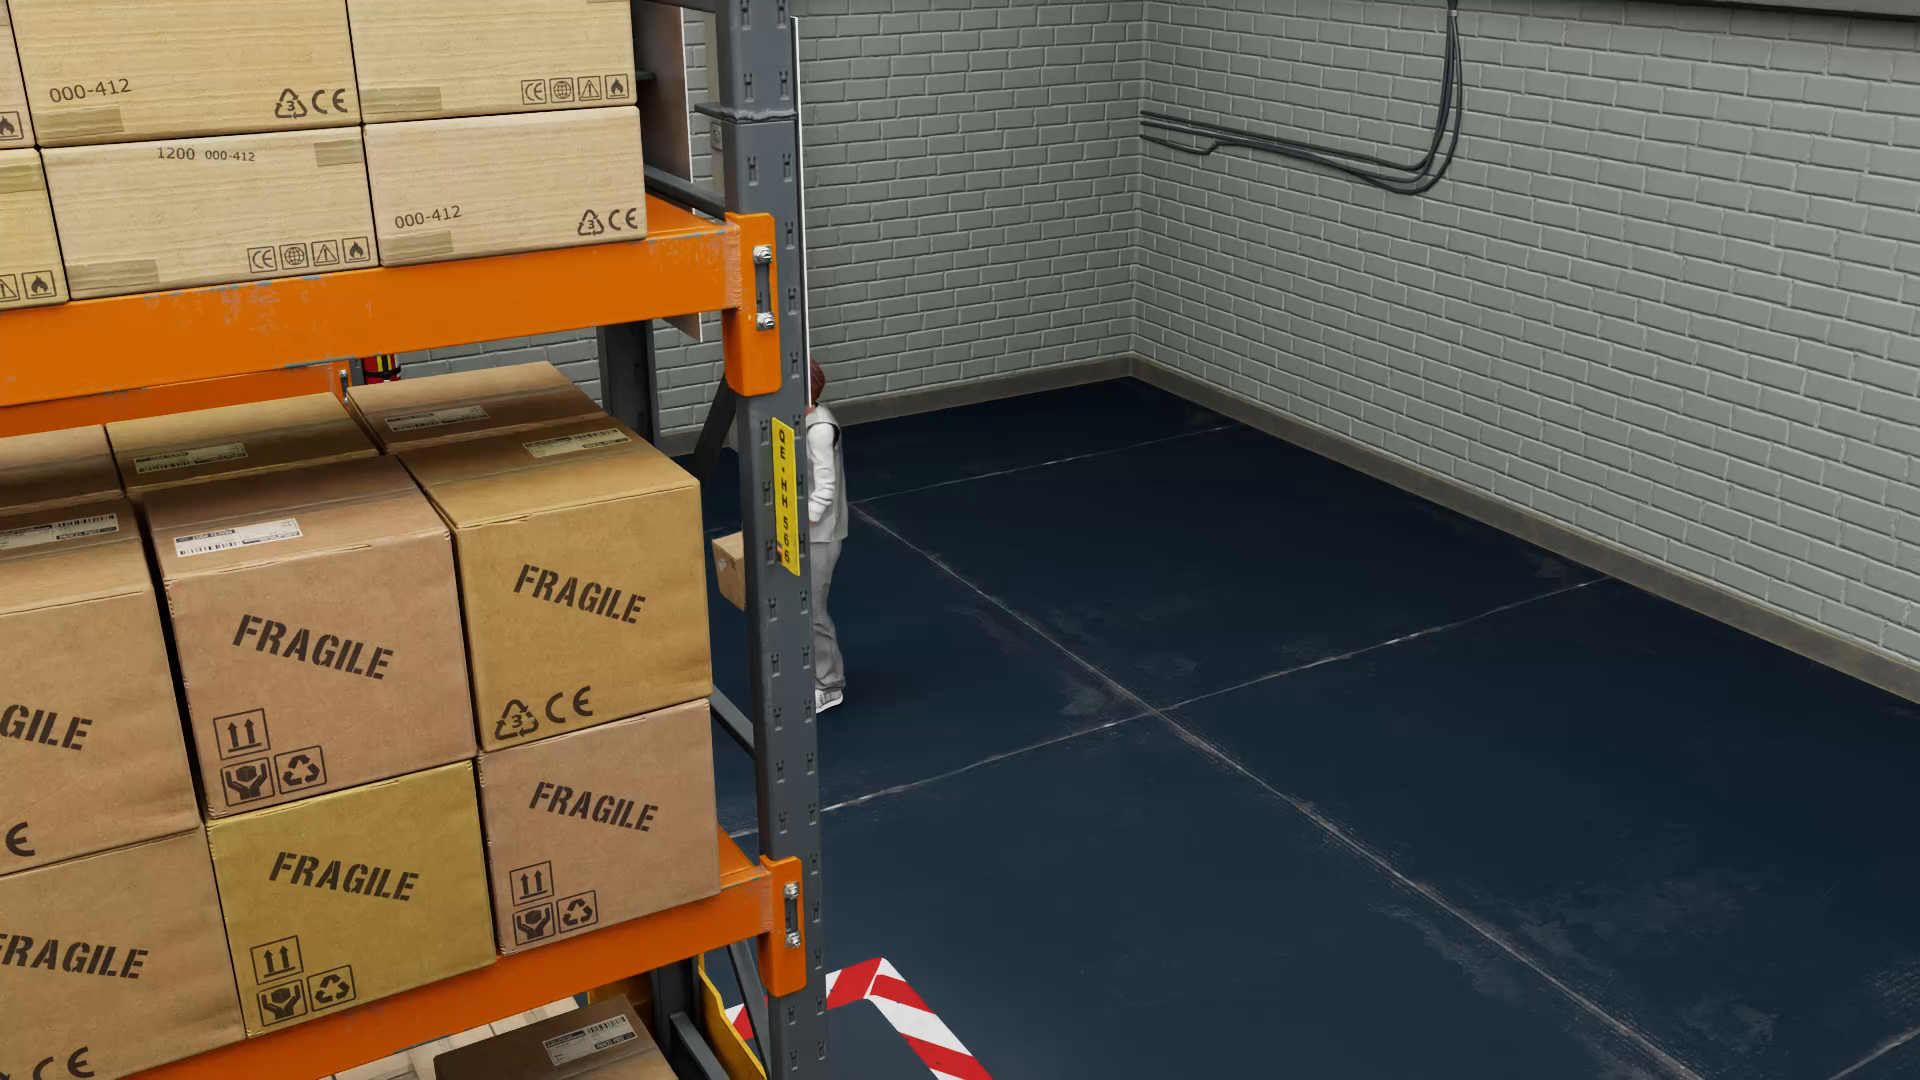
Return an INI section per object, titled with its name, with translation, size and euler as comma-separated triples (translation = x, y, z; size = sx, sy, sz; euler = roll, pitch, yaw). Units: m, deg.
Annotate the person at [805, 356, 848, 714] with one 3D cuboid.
[person]
translation = -0.681, -0.025, 7.154
size = 0.371, 1.602, 0.445
euler = -13, 26, -29
